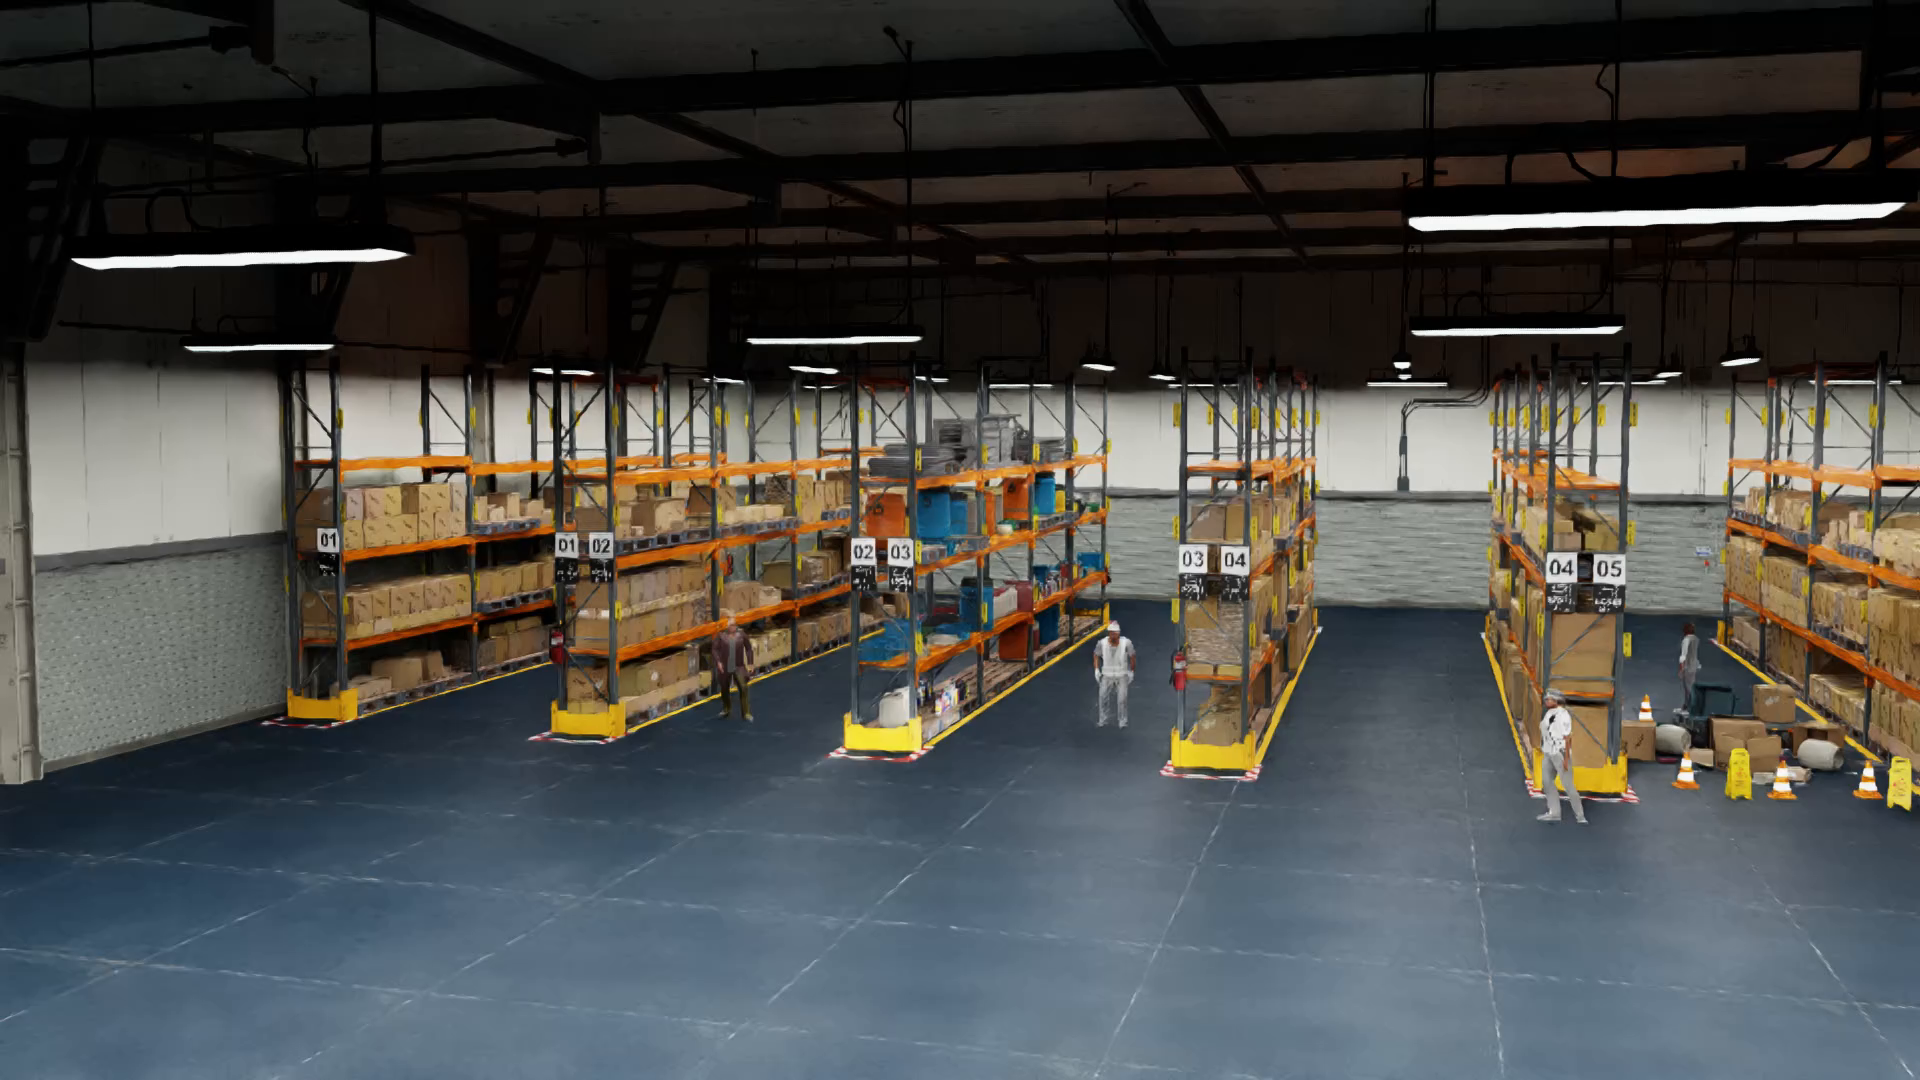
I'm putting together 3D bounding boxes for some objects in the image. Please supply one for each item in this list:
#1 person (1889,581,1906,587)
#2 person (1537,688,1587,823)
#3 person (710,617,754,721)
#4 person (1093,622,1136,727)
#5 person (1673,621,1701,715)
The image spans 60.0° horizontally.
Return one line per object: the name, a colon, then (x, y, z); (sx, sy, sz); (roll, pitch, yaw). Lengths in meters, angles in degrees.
person: (20.433, 1.448, 36.348); (0.680, 1.774, 0.698); (-1, 4, -9)
person: (7.486, 2.665, 20.646); (0.526, 1.664, 0.562); (-1, 4, -12)
person: (-3.751, 2.119, 27.461); (0.723, 1.717, 0.873); (0, 4, -4)
person: (2.482, 2.176, 26.814); (0.702, 1.735, 0.549); (1, 4, 13)
person: (12.164, 2.153, 27.796); (0.523, 1.591, 0.522); (-4, 6, -44)
